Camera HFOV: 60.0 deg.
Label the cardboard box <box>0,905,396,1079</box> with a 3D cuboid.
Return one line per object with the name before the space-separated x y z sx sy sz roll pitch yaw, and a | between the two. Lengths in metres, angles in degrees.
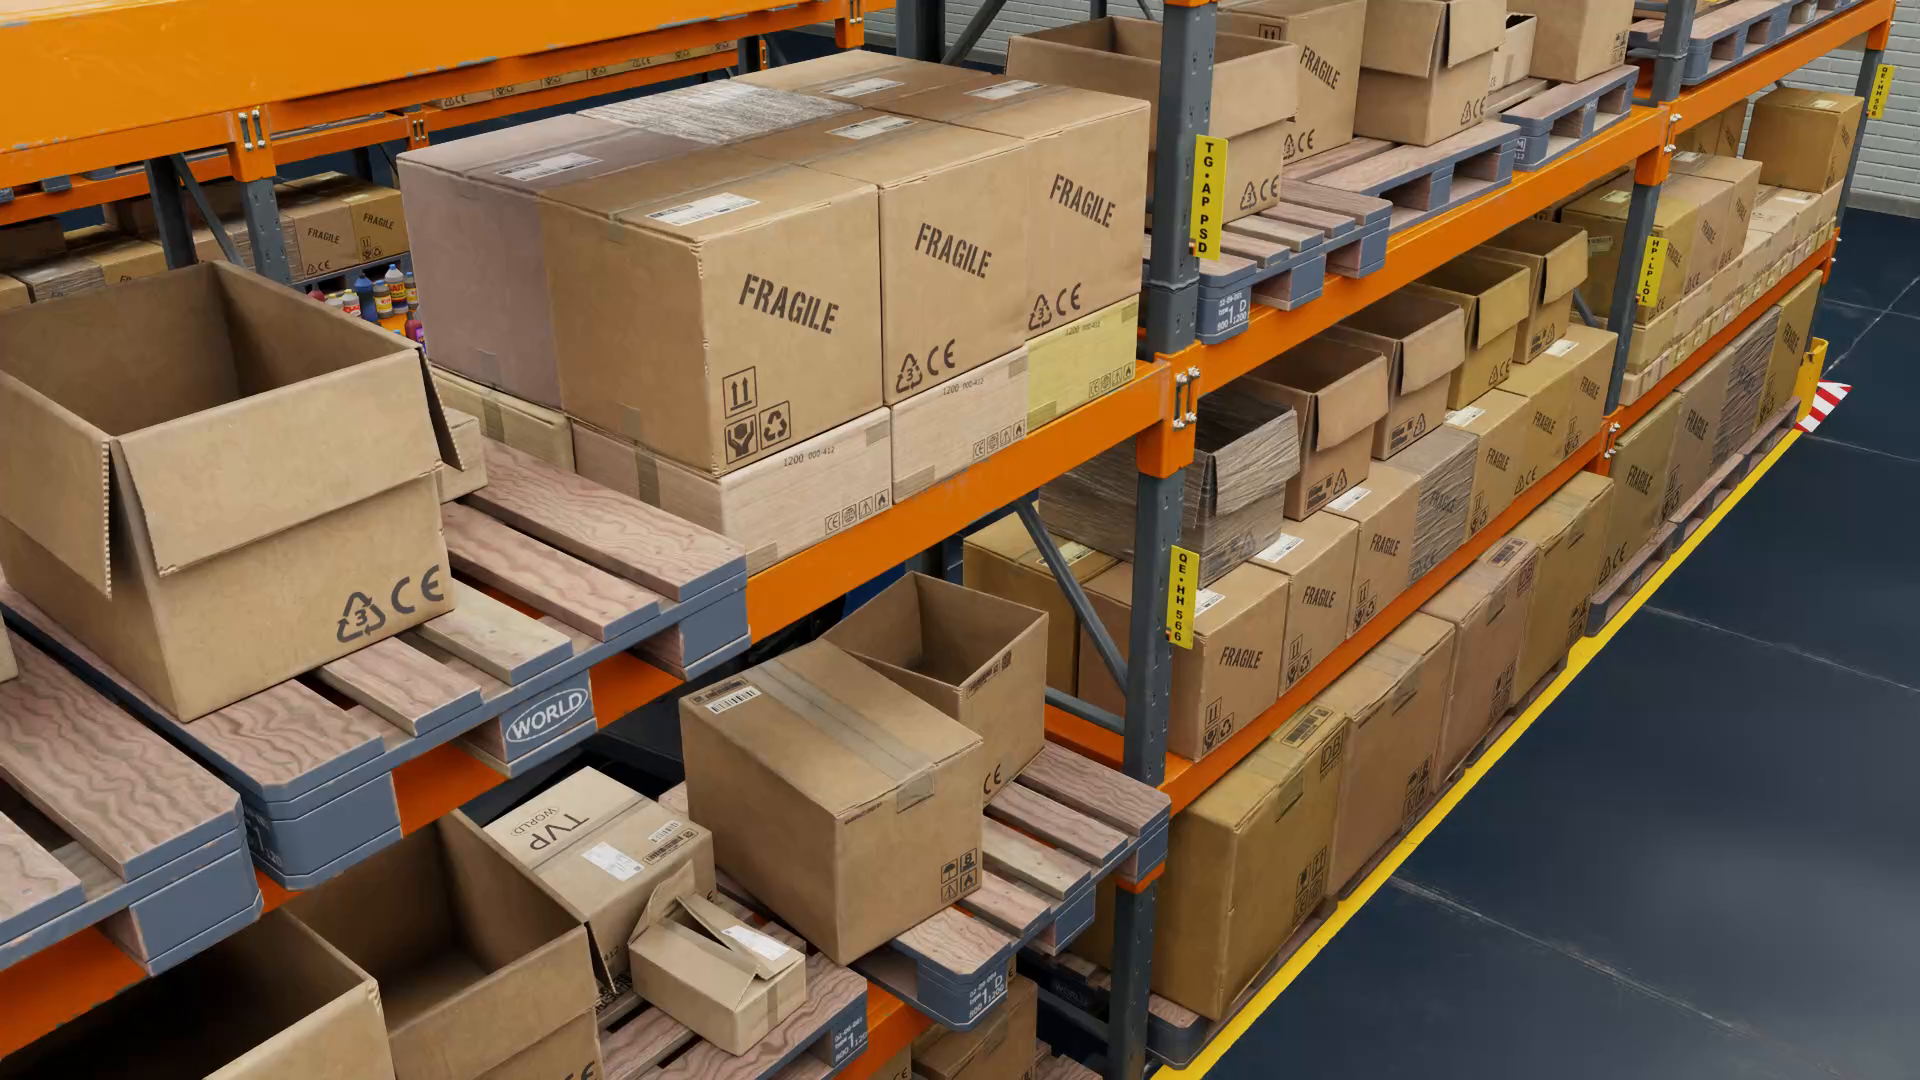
cardboard box | -1.694 1.222 3.014 1.000 1.000 1.000 21 34 35

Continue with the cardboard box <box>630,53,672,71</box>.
cardboard box | -3.040 -4.682 15.426 0.500 0.500 0.500 21 34 35

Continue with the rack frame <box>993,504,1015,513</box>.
rack frame | 0.260 -0.678 9.755 0.240 1.200 0.015 21 34 34

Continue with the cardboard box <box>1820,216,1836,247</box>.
cardboard box | 5.353 -2.005 10.635 0.380 0.149 0.250 22 34 35

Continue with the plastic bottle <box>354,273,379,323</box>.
plastic bottle | -3.299 -1.348 9.231 0.097 0.271 0.097 0 27 0

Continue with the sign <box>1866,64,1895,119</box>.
sign | 5.735 -2.795 10.371 0.100 0.325 0.005 21 34 34

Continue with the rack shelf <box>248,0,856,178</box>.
rack shelf | -2.313 -2.672 9.169 1.077 0.370 4.000 21 34 34

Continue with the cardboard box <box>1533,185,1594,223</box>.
cardboard box | 2.867 -1.561 8.526 0.500 0.500 0.500 22 35 36

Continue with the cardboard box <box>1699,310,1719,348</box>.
cardboard box | 3.888 -1.188 9.056 0.380 0.149 0.250 20 34 34

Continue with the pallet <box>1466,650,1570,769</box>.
pallet | 2.348 0.613 8.335 1.003 0.211 1.213 21 34 34

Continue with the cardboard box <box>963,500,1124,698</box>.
cardboard box | 0.359 0.205 5.980 0.500 0.500 0.500 22 35 36

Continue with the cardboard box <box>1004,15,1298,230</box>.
cardboard box | 0.569 -1.305 5.174 0.797 0.503 0.637 23 35 37

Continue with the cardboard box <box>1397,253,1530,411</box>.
cardboard box | 1.935 -0.942 7.106 0.797 0.503 0.637 21 34 35

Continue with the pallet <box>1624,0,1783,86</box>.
pallet | 3.309 -2.501 8.152 1.003 0.211 1.213 21 34 34

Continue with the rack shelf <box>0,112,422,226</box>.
rack shelf | -6.133 -2.789 12.660 1.077 0.370 4.000 21 34 34

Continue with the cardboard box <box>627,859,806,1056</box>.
cardboard box | -0.616 1.040 4.163 0.396 0.266 0.258 20 33 33

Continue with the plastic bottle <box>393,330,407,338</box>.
plastic bottle | -2.904 -0.989 8.613 0.097 0.201 0.097 0 27 0

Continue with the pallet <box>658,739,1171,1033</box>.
pallet | -0.135 0.866 5.020 1.213 0.211 1.003 21 34 34

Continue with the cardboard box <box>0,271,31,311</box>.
cardboard box | -6.895 -1.562 11.747 0.500 0.500 0.500 22 35 36

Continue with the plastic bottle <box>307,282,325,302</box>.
plastic bottle | -3.510 -1.249 9.026 0.061 0.283 0.133 21 34 34

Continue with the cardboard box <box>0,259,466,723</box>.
cardboard box | -1.334 -0.121 2.886 0.797 0.503 0.637 22 35 36

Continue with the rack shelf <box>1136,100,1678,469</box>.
rack shelf | 1.509 -1.225 6.371 1.077 0.370 4.000 21 34 34

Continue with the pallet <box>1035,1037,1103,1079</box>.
pallet | -0.262 2.012 5.630 1.003 0.211 1.213 21 34 34

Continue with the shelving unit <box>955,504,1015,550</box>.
shelving unit | 0.105 -0.592 9.588 0.258 1.200 0.503 21 34 34

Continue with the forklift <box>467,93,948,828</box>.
forklift | -1.217 -0.291 7.122 1.130 2.935 3.031 15 31 26

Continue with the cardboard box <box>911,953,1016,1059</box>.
cardboard box | -0.166 1.325 5.349 0.500 0.250 0.500 22 35 36

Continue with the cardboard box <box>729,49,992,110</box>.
cardboard box | -0.261 -1.010 4.521 0.500 0.500 0.500 21 34 35

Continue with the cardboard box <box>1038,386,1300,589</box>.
cardboard box | 0.714 -0.247 5.763 0.797 0.503 0.637 22 35 36

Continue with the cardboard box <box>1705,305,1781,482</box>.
cardboard box | 4.401 -1.009 10.292 0.875 0.875 0.875 21 34 34

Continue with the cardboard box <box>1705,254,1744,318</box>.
cardboard box | 3.927 -1.437 9.102 0.500 0.250 0.500 22 34 36

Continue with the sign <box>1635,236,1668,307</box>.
sign | 3.206 -1.245 7.718 0.100 0.325 0.005 21 34 34

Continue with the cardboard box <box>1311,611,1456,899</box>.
cardboard box | 1.264 0.702 6.984 1.225 0.875 0.875 21 34 35

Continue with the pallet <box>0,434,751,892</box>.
pallet | -1.176 0.110 3.212 1.213 0.211 1.003 21 34 34

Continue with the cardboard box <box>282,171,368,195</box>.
cardboard box | -5.357 -2.802 14.144 0.500 0.500 0.500 19 33 32

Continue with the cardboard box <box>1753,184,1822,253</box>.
cardboard box | 4.898 -1.976 10.144 0.500 0.250 0.500 20 33 34

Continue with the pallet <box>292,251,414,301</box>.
pallet | -5.349 -2.280 13.927 1.003 0.211 1.213 21 34 34

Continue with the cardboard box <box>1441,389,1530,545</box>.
cardboard box | 2.047 -0.359 7.071 0.500 0.500 0.500 20 34 34

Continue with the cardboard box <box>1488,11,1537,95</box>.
cardboard box | 2.014 -2.038 6.800 0.500 0.311 0.500 19 33 33

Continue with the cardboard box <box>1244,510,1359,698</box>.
cardboard box | 1.082 0.176 6.036 0.500 0.500 0.500 20 33 33

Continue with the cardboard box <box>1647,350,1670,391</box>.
cardboard box | 3.393 -0.910 8.518 0.380 0.149 0.250 19 33 33

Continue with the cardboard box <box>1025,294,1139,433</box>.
cardboard box | 0.123 -0.528 4.405 0.500 0.250 0.500 21 34 35

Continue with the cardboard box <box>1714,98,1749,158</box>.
cardboard box | 4.493 -2.469 10.282 0.500 0.500 0.500 20 33 33

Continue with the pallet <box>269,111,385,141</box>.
pallet | -5.453 -3.481 13.423 1.003 0.211 1.213 21 34 34

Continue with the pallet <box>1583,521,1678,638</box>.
pallet | 3.325 0.071 9.384 1.003 0.211 1.213 21 34 34

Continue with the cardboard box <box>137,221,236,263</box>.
cardboard box | -5.916 -2.113 12.811 0.500 0.500 0.500 19 33 33

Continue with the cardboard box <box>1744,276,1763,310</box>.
cardboard box | 4.380 -1.463 9.587 0.380 0.149 0.250 22 34 35

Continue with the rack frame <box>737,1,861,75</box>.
rack frame | -1.041 -2.369 11.064 1.000 3.000 0.127 21 34 34

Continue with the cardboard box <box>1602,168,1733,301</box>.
cardboard box | 3.602 -1.587 8.577 0.500 0.500 0.500 21 34 34

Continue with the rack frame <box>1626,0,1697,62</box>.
rack frame | 2.781 -3.586 6.887 1.000 3.000 0.127 21 34 34

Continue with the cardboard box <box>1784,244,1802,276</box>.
cardboard box | 4.868 -1.735 10.113 0.380 0.149 0.250 21 34 35

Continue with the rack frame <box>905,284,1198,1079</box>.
rack frame | 0.237 0.497 5.524 1.000 3.000 0.127 21 34 34

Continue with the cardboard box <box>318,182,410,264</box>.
cardboard box | -4.954 -2.644 13.838 0.500 0.500 0.500 21 34 34

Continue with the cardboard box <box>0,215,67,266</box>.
cardboard box | -6.959 -2.239 12.239 0.500 0.250 0.500 22 35 36

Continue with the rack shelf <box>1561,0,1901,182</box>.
rack shelf | 4.053 -2.643 9.113 1.077 0.370 4.000 21 34 34

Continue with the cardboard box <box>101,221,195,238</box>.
cardboard box | -6.333 -2.256 13.088 0.500 0.500 0.500 19 33 33

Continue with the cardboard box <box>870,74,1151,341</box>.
cardboard box | 0.126 -0.859 4.229 0.500 0.500 0.500 22 34 36

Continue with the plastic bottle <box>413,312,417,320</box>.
plastic bottle | -2.874 -1.115 8.857 0.097 0.201 0.097 0 27 0

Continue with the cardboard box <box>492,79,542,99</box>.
cardboard box | -4.003 -4.146 14.390 0.500 0.500 0.500 21 34 35

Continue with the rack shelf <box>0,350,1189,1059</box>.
rack shelf | -1.036 0.193 3.630 1.077 0.370 4.000 21 34 34
